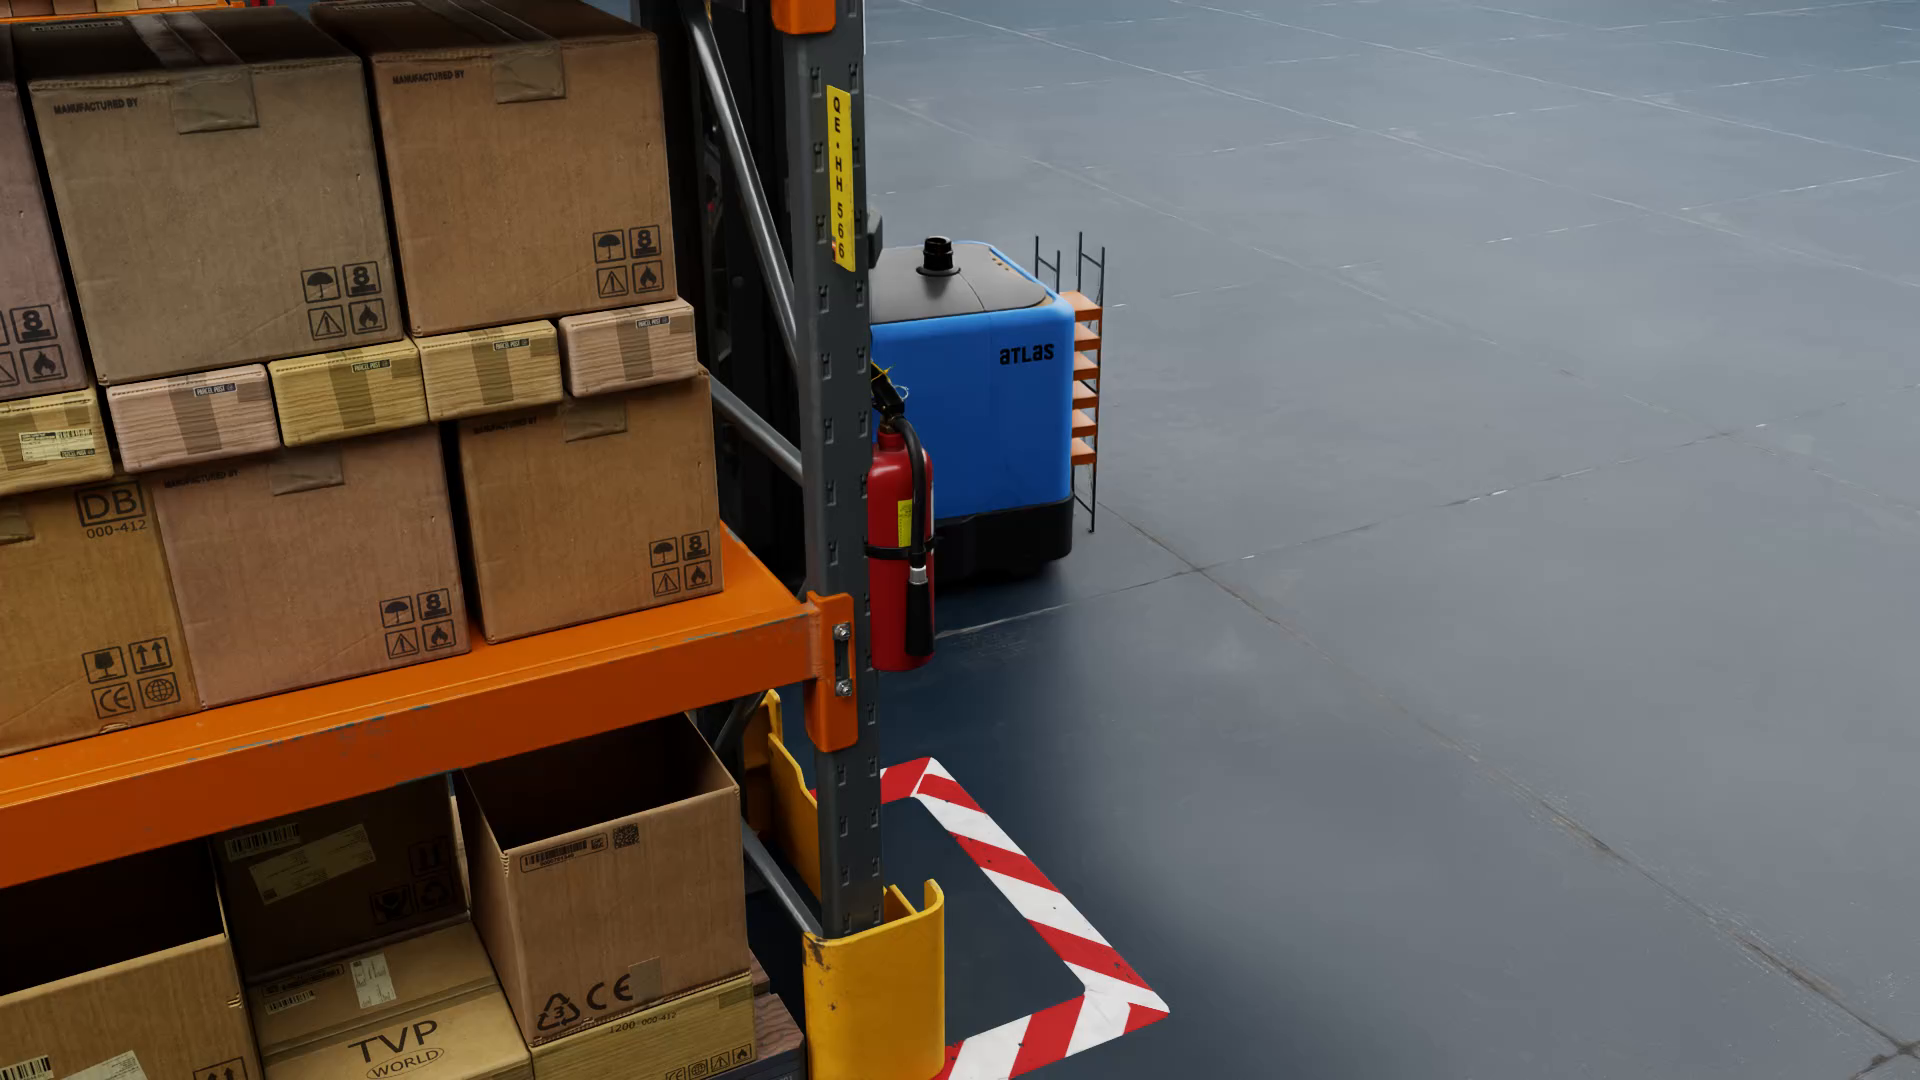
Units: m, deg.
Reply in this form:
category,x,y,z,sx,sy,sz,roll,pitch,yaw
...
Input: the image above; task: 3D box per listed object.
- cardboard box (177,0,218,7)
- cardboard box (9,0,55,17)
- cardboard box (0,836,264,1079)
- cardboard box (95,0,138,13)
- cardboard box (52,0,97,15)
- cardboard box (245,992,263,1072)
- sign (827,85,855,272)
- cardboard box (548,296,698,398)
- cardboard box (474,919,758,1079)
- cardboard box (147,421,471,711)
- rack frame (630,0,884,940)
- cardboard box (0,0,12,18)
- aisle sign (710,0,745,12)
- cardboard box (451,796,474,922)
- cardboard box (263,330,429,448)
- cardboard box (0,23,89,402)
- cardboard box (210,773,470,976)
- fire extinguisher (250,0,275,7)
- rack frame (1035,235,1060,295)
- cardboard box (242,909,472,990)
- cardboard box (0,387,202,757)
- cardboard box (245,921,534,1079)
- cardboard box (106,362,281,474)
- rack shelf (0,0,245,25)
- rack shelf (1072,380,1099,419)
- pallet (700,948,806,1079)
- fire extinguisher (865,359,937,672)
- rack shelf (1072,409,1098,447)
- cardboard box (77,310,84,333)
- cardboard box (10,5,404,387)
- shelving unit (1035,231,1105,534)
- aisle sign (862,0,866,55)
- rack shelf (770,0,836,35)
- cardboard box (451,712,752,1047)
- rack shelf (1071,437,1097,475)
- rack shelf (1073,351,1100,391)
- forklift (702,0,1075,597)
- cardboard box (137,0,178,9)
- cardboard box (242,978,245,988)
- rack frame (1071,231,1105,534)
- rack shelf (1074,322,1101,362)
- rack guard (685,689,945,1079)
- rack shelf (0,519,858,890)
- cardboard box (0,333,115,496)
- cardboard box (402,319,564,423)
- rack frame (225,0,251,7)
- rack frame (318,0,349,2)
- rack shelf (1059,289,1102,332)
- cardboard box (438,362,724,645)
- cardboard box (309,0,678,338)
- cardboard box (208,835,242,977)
category,x,y,z,sx,sy,sz,roll,pitch,yaw
cardboard box,-5.275,-3.776,11.440,0.250,0.149,0.380,-13,29,-25
cardboard box,-6.160,-3.575,11.020,0.250,0.149,0.380,-13,29,-25
cardboard box,-1.671,0.902,3.231,0.500,0.500,0.500,-13,29,-25
cardboard box,-5.692,-3.655,11.187,0.250,0.149,0.380,-13,29,-25
cardboard box,-5.920,-3.610,11.093,0.250,0.149,0.380,-13,29,-25
cardboard box,-1.672,1.239,3.395,0.500,0.250,0.500,-13,29,-25
sign,-0.219,-0.661,3.049,0.005,0.325,0.100,-13,29,-25
cardboard box,-0.710,-0.429,3.313,0.250,0.149,0.380,-14,29,-26
cardboard box,-0.796,1.030,3.831,0.500,0.250,0.500,-13,29,-25
cardboard box,-1.341,-0.088,3.353,0.500,0.500,0.700,-12,28,-24
rack frame,-0.462,-0.242,3.789,0.127,3.000,1.000,-13,29,-25
cardboard box,-6.370,-3.515,10.896,0.250,0.149,0.380,-13,29,-25
aisle sign,-0.548,-1.544,3.498,0.004,0.787,0.394,-13,29,-25
cardboard box,-1.040,0.832,4.243,0.500,0.250,0.500,-13,29,-25
cardboard box,-1.166,-0.323,3.092,0.250,0.149,0.380,-13,29,-26
cardboard box,-1.833,-0.559,2.834,0.500,0.500,0.700,-13,28,-25
cardboard box,-1.480,0.597,3.867,0.500,0.500,0.500,-13,29,-25
fire extinguisher,-4.803,-3.839,11.369,0.183,0.674,0.296,-13,29,-25
rack frame,0.334,-0.590,6.592,0.006,1.200,0.240,-9,27,-17
cardboard box,-1.480,0.936,4.028,0.500,0.250,0.500,-13,29,-25
cardboard box,-1.782,0.011,3.147,0.500,0.500,0.700,-13,28,-25
cardboard box,-1.232,1.136,3.609,0.500,0.250,0.500,-13,29,-25
cardboard box,-1.389,-0.273,2.987,0.250,0.149,0.380,-13,28,-24
rack shelf,-6.885,-3.295,10.978,4.000,0.370,1.077,-13,29,-25
rack shelf,0.421,-0.563,6.638,0.180,0.103,0.258,-9,27,-17
pallet,-1.117,1.187,4.035,1.213,0.211,1.003,-13,29,-25
fire extinguisher,-0.139,-0.054,3.486,0.183,0.674,0.296,-13,29,-25
rack shelf,0.421,-0.454,6.690,0.180,0.103,0.258,-9,27,-17
cardboard box,-1.820,-0.371,3.192,0.250,0.149,0.380,-14,29,-27
cardboard box,-1.388,-0.662,3.049,0.500,0.500,0.700,-14,29,-26
shelving unit,0.421,-0.603,6.619,0.189,1.200,0.258,-9,27,-17
aisle sign,-0.266,-1.315,3.020,0.004,0.787,0.394,-13,29,-25
rack shelf,-2.227,-0.863,2.447,4.000,0.370,1.077,-13,29,-25
cardboard box,-0.795,0.693,3.667,0.500,0.500,0.500,-13,29,-25
rack shelf,0.420,-0.346,6.742,0.180,0.103,0.258,-9,27,-17
rack shelf,0.421,-0.671,6.586,0.180,0.103,0.258,-9,27,-17
forklift,-1.136,-1.193,5.848,3.031,2.935,1.130,-9,27,-17
cardboard box,-5.496,-3.725,11.334,0.250,0.149,0.380,-13,29,-25
cardboard box,-1.921,1.037,3.816,0.500,0.250,0.500,-13,29,-25
rack frame,0.507,-0.616,6.646,0.006,1.200,0.240,-9,27,-17
rack shelf,0.421,-0.779,6.534,0.180,0.103,0.258,-9,27,-17
rack guard,-0.441,0.880,4.340,0.348,0.500,1.175,-13,29,-25
rack shelf,-2.227,0.489,3.096,4.000,0.370,1.077,-13,29,-25
cardboard box,-1.620,-0.219,2.876,0.250,0.149,0.380,-12,28,-24
cardboard box,-0.940,-0.375,3.201,0.250,0.149,0.380,-12,28,-24
rack frame,-5.121,-4.026,11.670,0.127,3.000,1.000,-13,29,-25
rack frame,-2.790,-2.135,7.730,0.127,3.000,1.000,-13,29,-25
rack shelf,0.421,-0.887,6.482,0.180,0.103,0.258,-9,27,-17
cardboard box,-0.880,-0.197,3.579,0.500,0.500,0.700,-13,29,-25
cardboard box,-0.927,-0.771,3.276,0.500,0.500,0.700,-13,29,-25
cardboard box,-1.916,0.704,3.644,0.500,0.500,0.500,-13,29,-25
